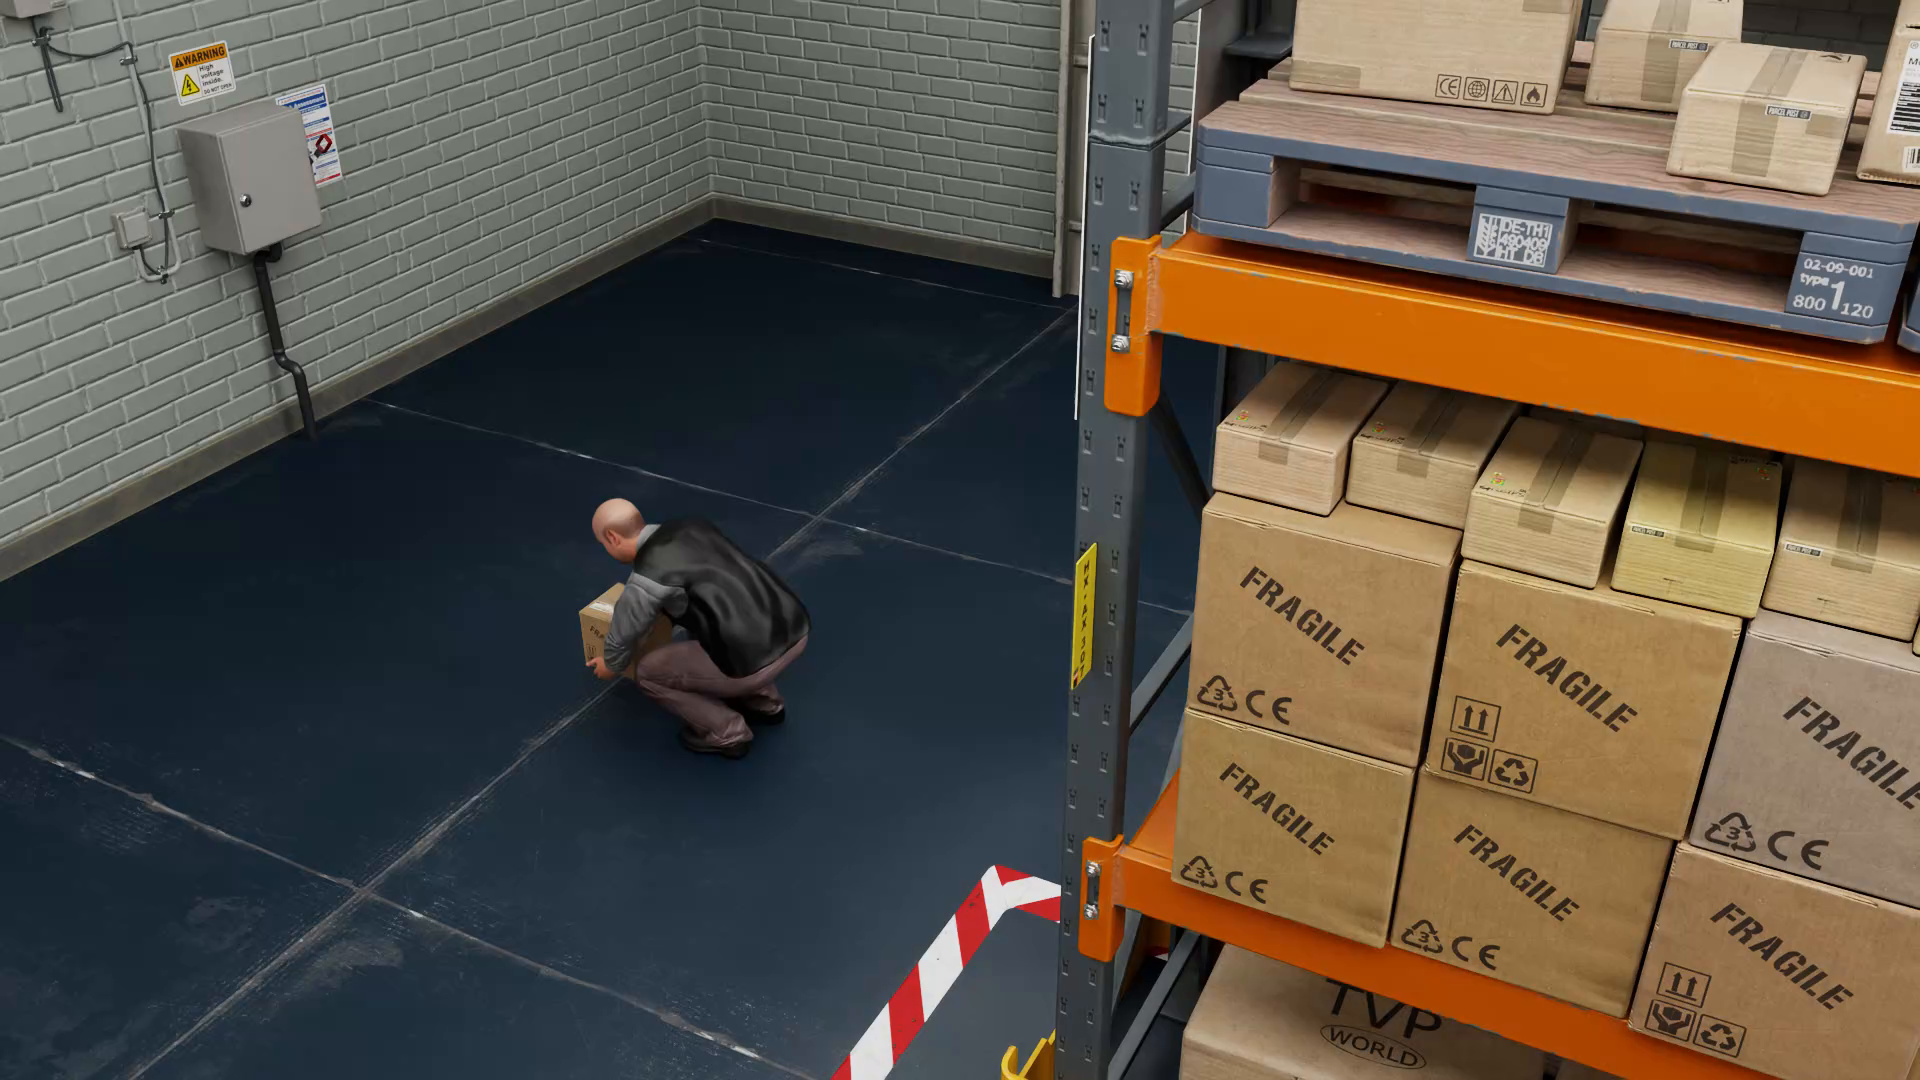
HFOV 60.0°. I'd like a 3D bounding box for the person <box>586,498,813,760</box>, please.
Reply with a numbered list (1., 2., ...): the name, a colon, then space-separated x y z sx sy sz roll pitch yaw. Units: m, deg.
1. person: -1.016 0.314 6.374 0.875 0.966 0.541 14 33 23
